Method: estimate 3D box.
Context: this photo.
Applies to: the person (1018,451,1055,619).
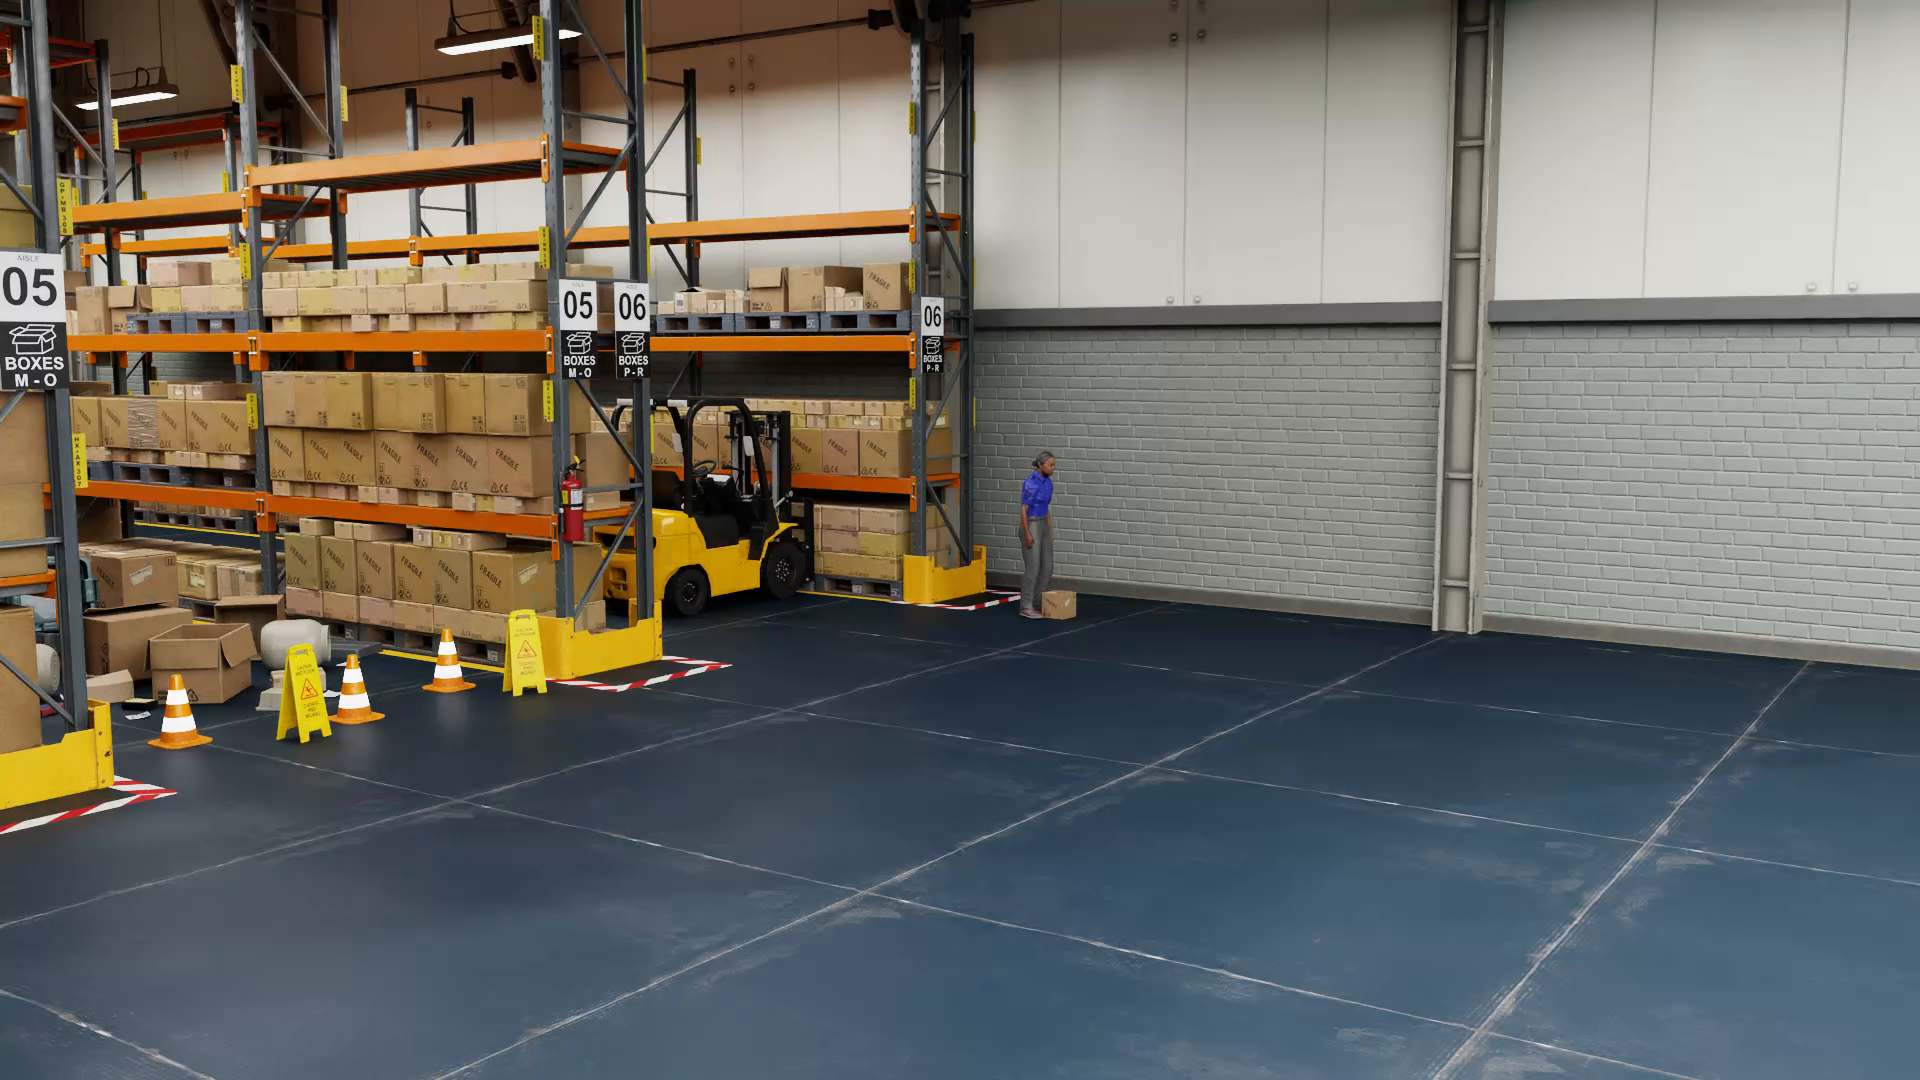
[{"bbox_3d":[0.780,-0.065,16.610,0.349,1.654,0.503,4,8,33],"label":"person"}]
